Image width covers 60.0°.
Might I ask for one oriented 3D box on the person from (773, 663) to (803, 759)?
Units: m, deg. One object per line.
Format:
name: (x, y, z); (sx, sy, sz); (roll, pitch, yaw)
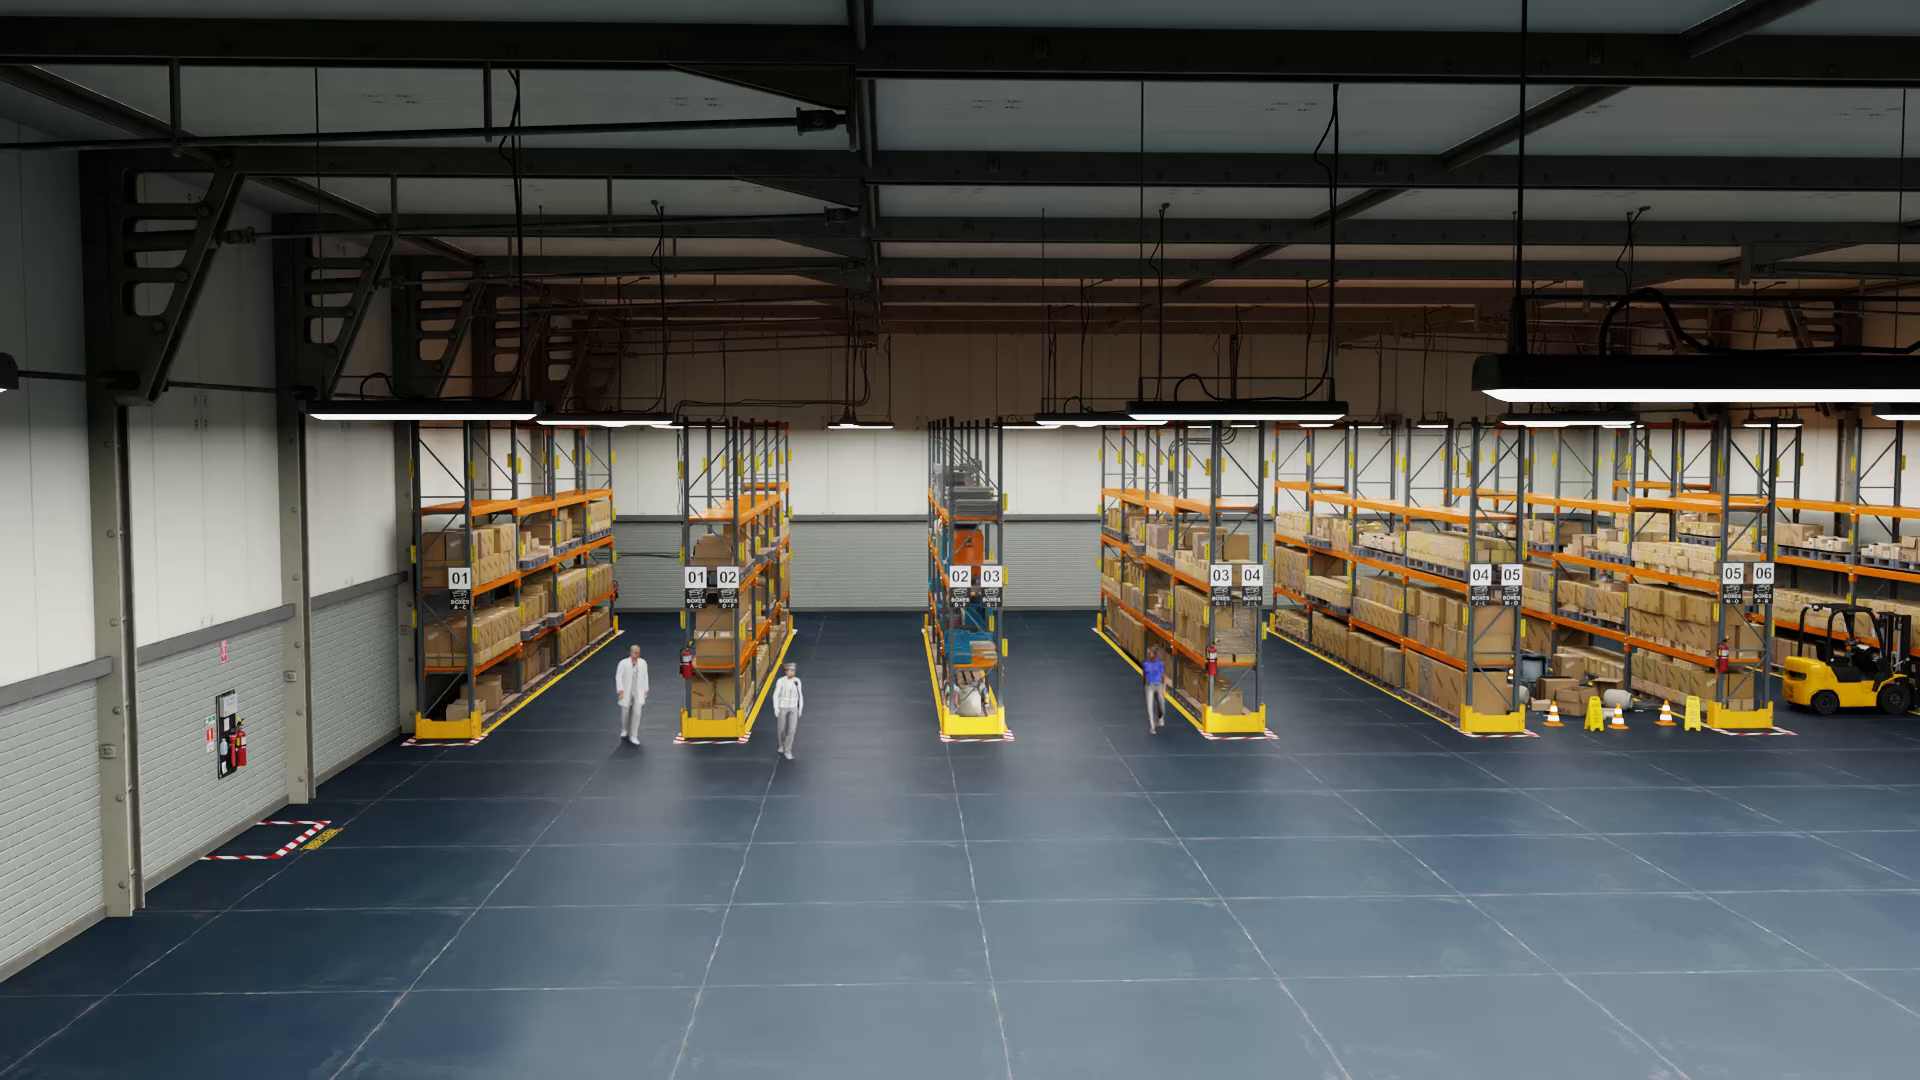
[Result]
person: (-3.031, 3.005, 29.361); (0.565, 1.701, 0.664); (-1, 4, -20)

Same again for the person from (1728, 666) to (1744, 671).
person: (16.872, 2.591, 36.158); (0.520, 1.561, 0.703); (0, 4, -1)

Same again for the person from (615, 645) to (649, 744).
person: (-6.068, 2.912, 30.846); (0.663, 1.669, 0.823); (-2, 4, -27)

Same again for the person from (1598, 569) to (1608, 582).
person: (19.312, 1.658, 49.873); (0.867, 1.598, 0.468); (0, 4, 1)

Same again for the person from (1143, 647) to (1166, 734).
person: (3.699, 2.845, 31.657); (0.460, 1.601, 0.821); (1, 4, 12)
